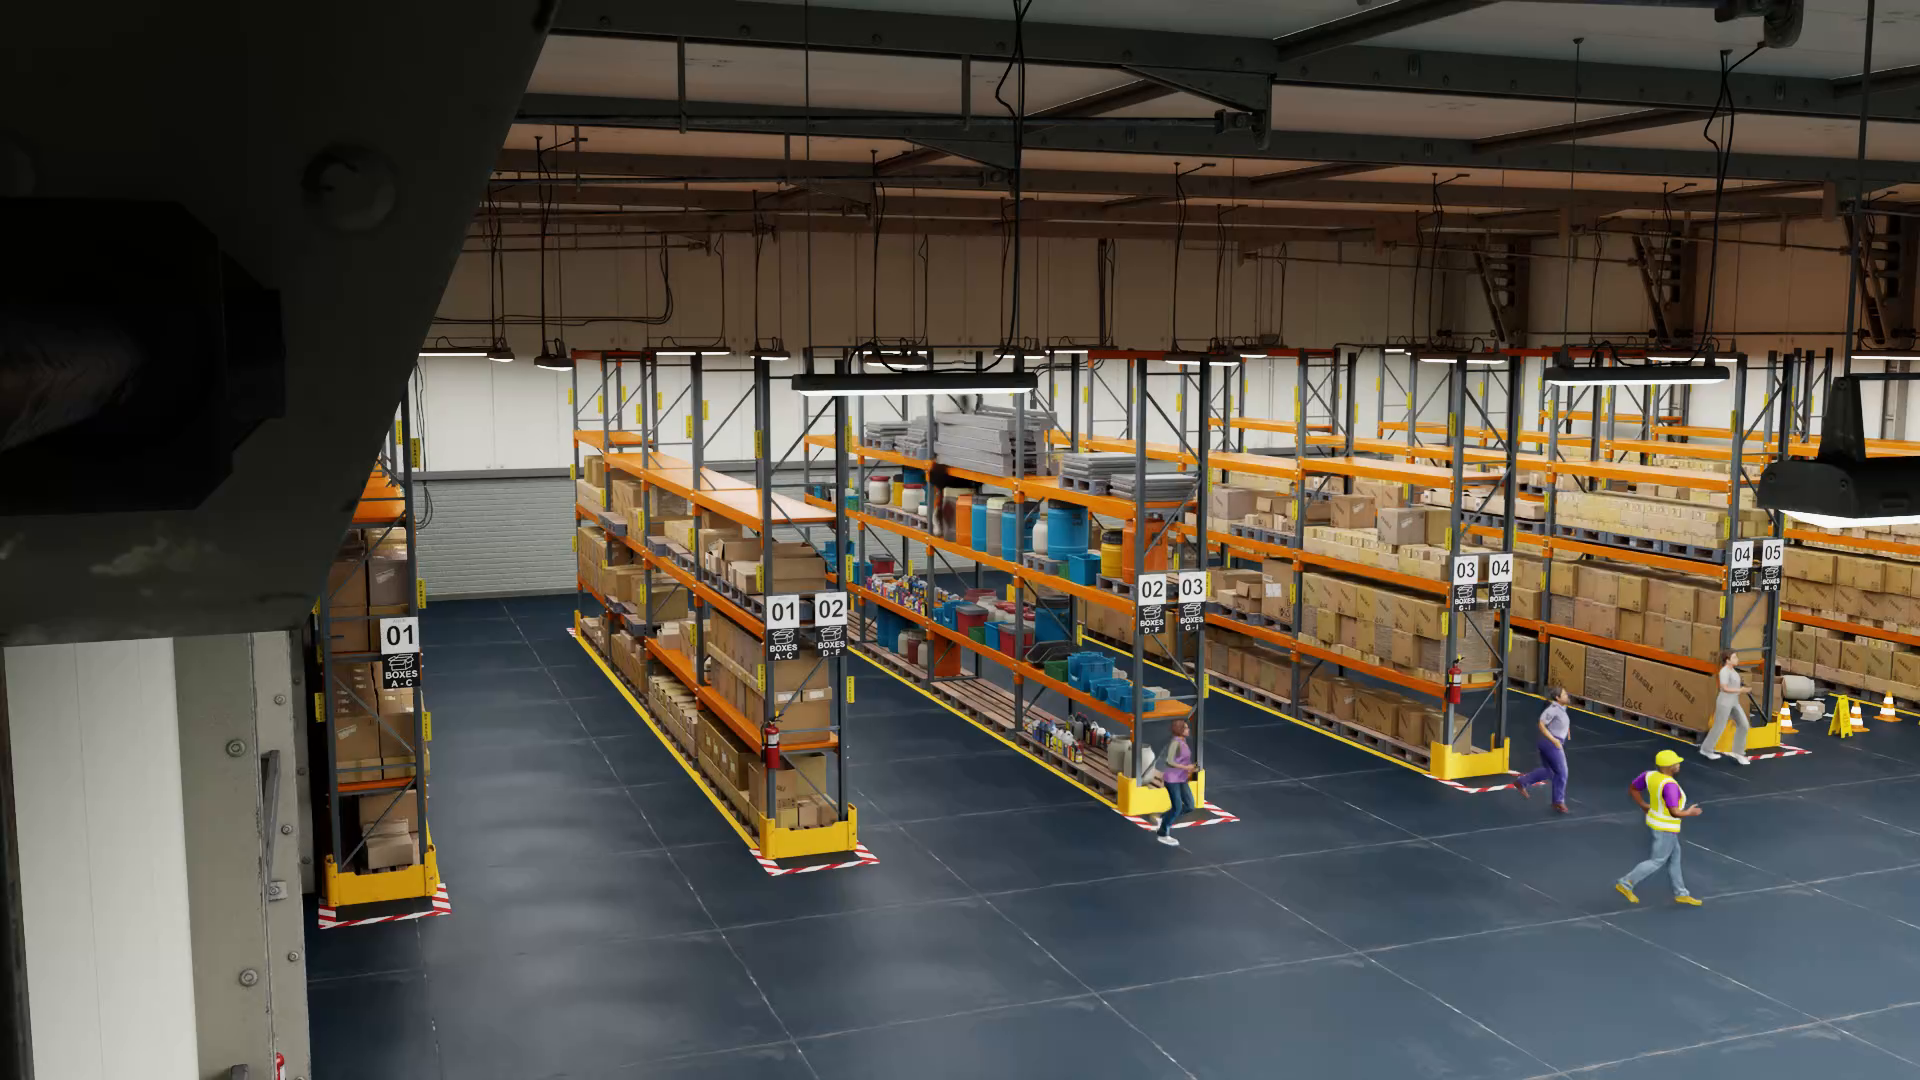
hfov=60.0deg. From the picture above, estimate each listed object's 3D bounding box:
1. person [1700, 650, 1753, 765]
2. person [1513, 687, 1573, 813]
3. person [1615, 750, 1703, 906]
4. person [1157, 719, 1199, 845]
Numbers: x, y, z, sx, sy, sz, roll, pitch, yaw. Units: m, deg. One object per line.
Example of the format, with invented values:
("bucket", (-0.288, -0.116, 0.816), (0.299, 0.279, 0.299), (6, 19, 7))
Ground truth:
("person", (11.317, 2.460, 24.508), (0.580, 1.719, 0.712), (-7, 10, -44))
("person", (7.849, 2.778, 22.263), (0.771, 1.661, 0.613), (3, 8, 23))
("person", (7.711, 3.170, 18.237), (0.988, 1.766, 0.699), (1, 7, 4))
("person", (2.743, 3.001, 20.703), (0.555, 1.549, 0.552), (4, 8, 28))
